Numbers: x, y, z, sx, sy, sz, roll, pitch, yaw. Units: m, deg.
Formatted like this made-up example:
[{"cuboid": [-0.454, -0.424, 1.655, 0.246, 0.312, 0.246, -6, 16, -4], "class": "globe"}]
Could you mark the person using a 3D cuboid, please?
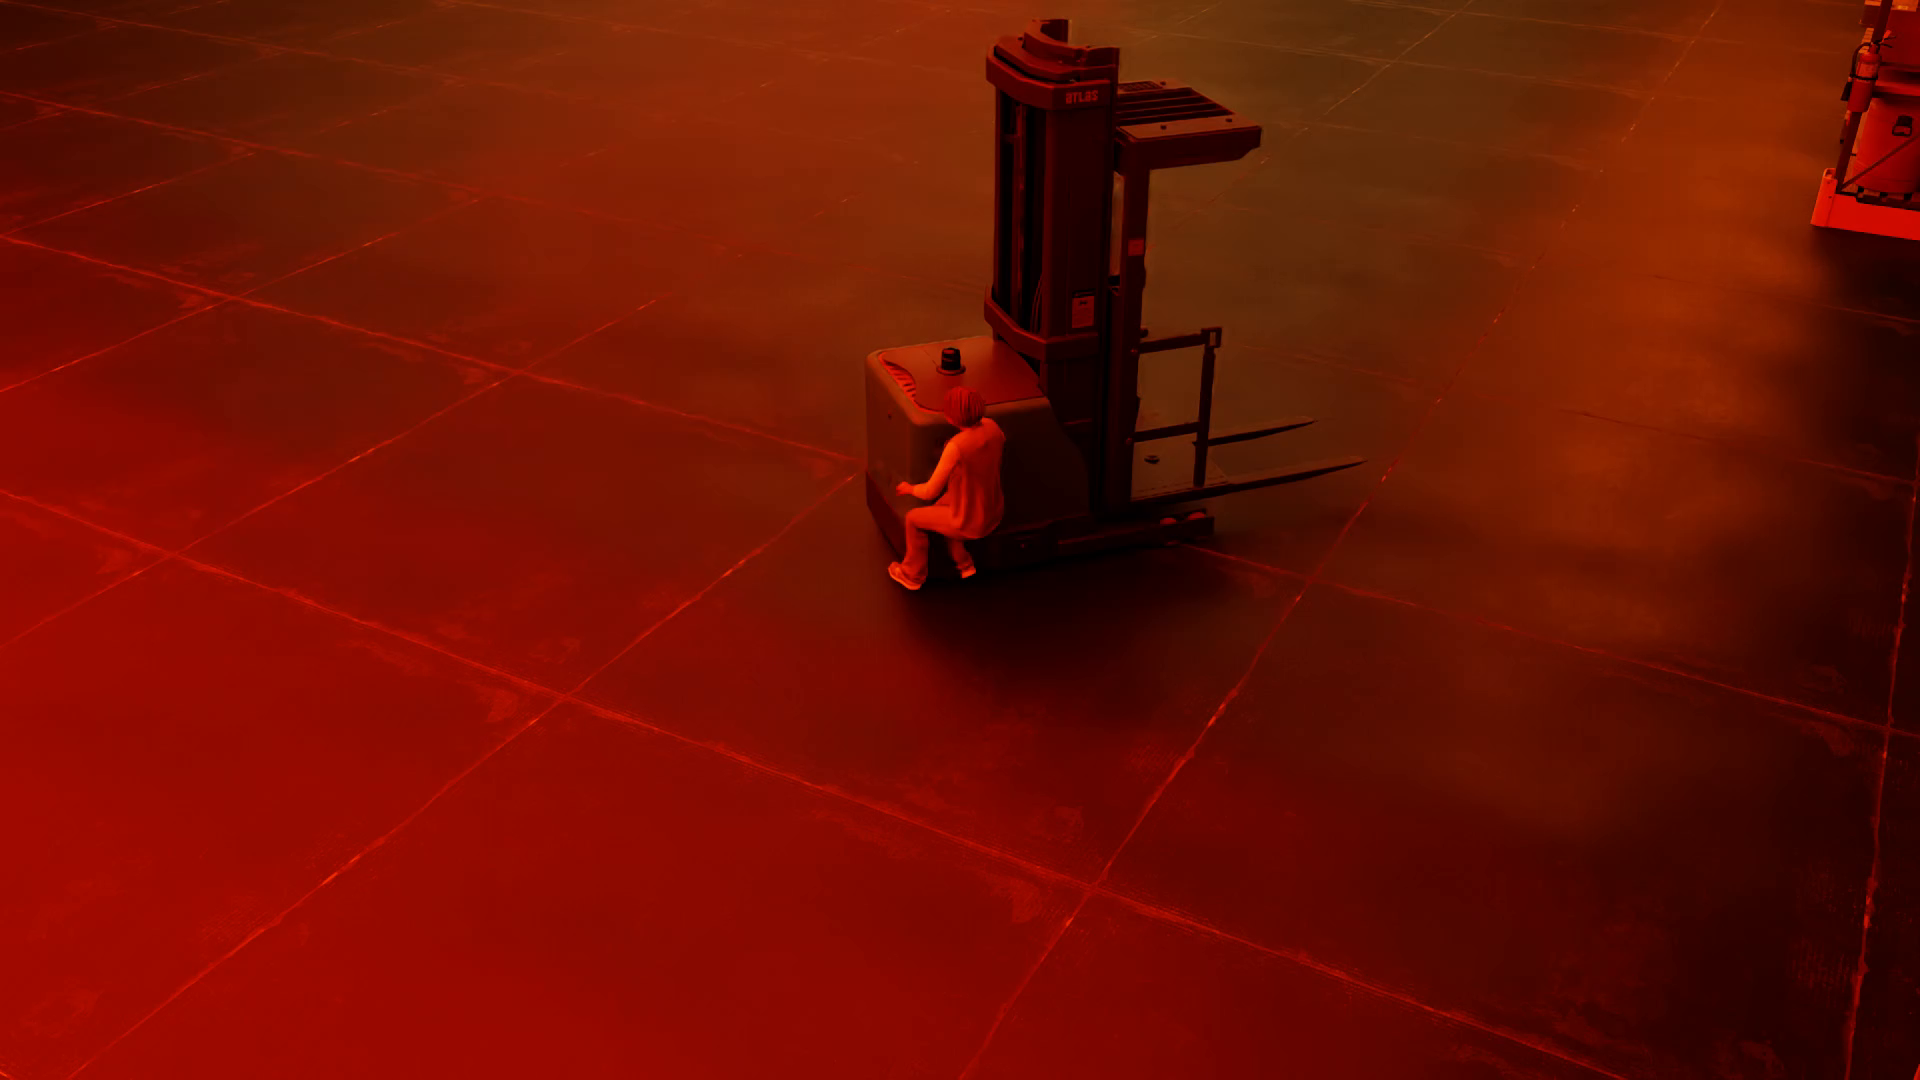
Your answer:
[{"cuboid": [-0.124, -0.252, 9.113, 0.760, 1.394, 0.679, 17, 34, 27], "class": "person"}]

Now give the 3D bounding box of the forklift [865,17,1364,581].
[{"cuboid": [0.999, -1.474, 9.624, 3.031, 2.935, 1.130, -10, 32, -17], "class": "forklift"}]
